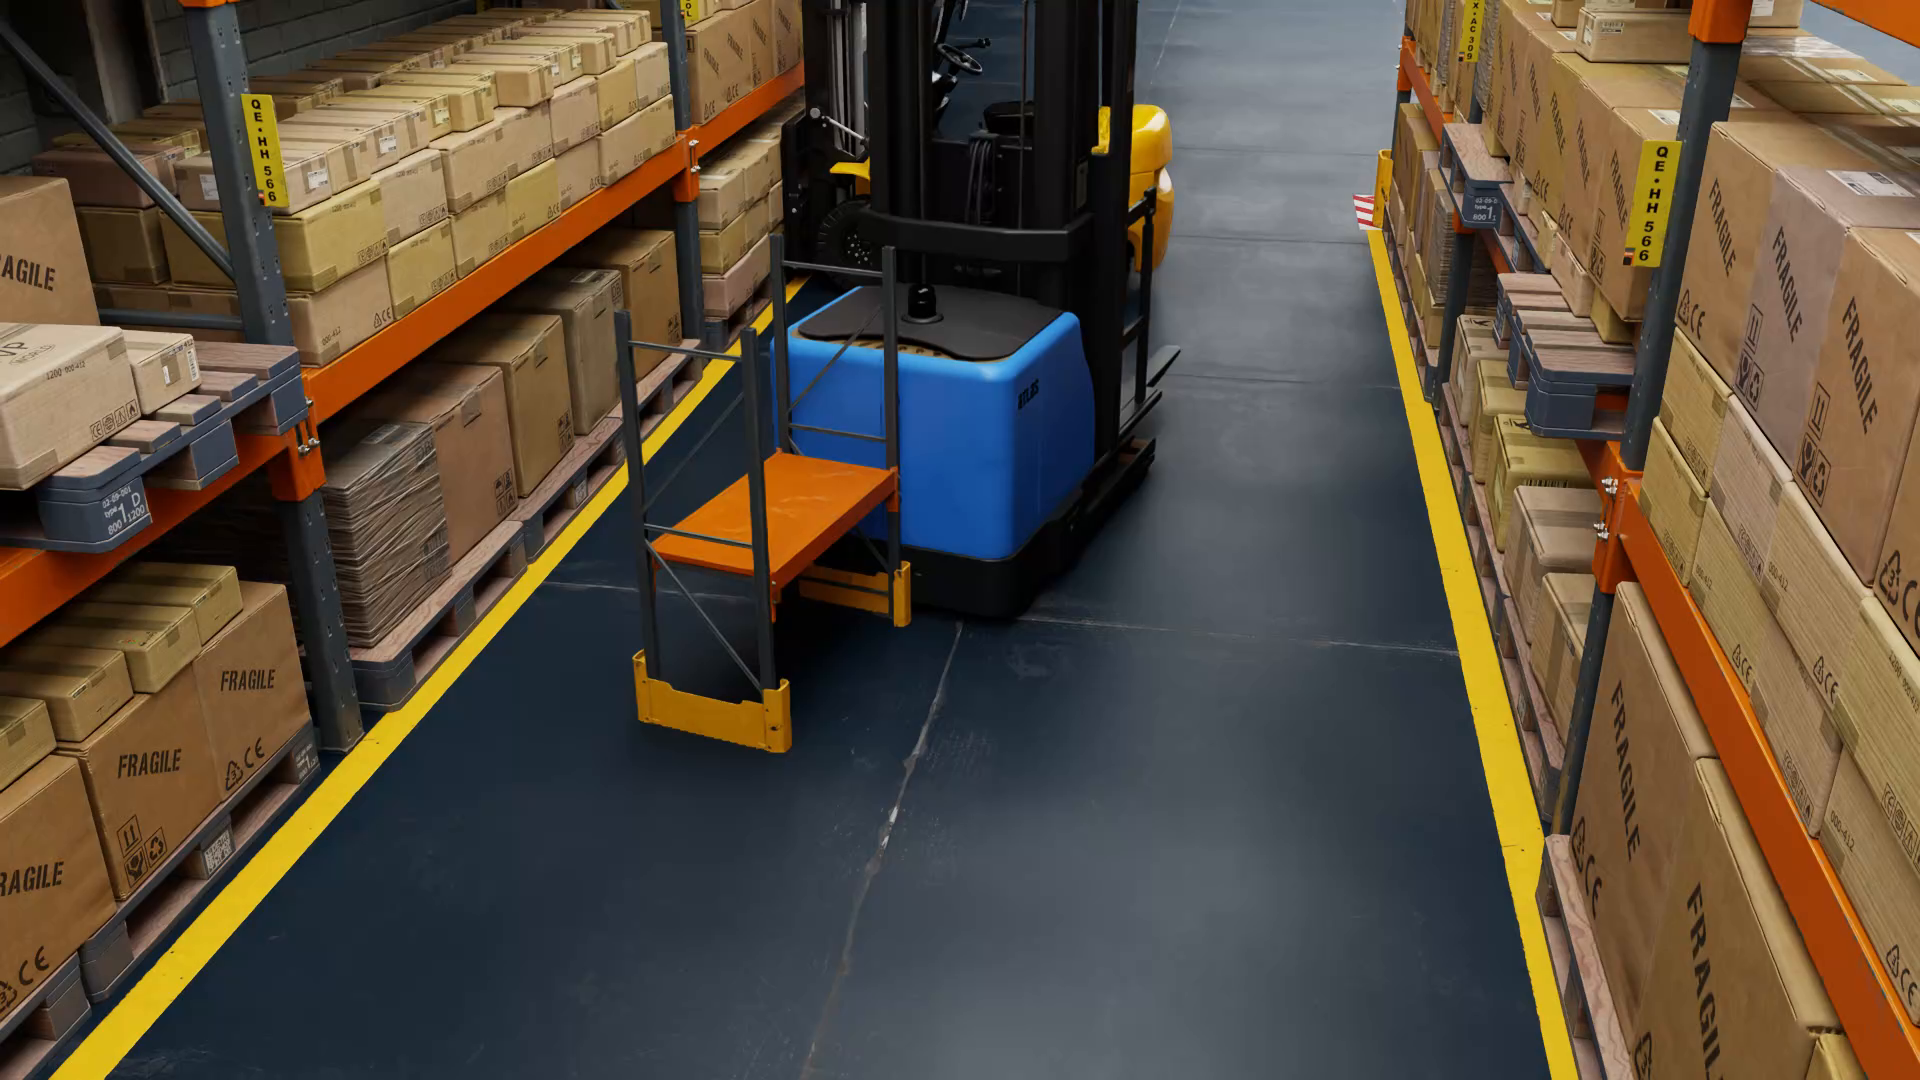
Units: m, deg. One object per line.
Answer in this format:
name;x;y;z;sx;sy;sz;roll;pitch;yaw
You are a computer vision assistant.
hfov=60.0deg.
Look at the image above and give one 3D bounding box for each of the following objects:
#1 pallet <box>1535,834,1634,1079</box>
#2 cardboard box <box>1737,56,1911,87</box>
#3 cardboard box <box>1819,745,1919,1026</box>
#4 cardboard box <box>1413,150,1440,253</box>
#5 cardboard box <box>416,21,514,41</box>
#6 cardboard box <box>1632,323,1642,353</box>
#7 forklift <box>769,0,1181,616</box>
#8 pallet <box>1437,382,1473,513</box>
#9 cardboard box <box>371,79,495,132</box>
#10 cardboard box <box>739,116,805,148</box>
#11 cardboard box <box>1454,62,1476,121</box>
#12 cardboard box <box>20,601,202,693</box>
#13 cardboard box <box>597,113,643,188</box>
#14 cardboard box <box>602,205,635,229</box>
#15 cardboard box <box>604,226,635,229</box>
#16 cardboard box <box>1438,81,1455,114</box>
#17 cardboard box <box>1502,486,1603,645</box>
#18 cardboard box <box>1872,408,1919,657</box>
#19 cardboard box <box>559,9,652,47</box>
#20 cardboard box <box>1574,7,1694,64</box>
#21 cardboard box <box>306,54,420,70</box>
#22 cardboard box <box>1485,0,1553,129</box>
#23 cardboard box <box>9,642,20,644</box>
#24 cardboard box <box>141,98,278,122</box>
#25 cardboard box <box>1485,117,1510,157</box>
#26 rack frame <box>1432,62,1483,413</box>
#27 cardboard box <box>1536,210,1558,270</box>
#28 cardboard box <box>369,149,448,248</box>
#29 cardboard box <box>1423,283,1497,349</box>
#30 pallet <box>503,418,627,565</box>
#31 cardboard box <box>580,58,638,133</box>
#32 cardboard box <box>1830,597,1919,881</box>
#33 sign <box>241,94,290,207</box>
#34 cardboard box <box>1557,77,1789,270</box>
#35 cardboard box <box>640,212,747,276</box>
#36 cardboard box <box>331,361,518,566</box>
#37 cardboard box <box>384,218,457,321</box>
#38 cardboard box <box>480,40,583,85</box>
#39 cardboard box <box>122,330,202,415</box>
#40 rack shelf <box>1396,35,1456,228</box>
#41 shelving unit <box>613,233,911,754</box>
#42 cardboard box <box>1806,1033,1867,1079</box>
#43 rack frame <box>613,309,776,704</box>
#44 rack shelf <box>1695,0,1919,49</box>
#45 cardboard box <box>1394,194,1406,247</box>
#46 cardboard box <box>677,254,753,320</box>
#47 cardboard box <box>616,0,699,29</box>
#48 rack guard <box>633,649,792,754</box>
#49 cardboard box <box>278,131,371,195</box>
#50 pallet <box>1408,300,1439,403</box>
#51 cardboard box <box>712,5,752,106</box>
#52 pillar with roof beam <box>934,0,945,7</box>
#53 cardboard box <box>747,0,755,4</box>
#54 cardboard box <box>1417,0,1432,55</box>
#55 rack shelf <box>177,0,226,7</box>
pallet;2.120;1.245;4.340;1.003;0.211;1.213;4;25;9
cardboard box;2.783;-1.325;5.579;0.500;0.500;0.500;4;25;9
cardboard box;1.760;0.555;2.704;0.500;0.250;0.500;4;25;9
cardboard box;2.972;-1.992;9.831;0.500;0.500;0.500;5;26;11
cardboard box;-2.327;-2.351;7.852;0.380;0.149;0.250;4;25;8
cardboard box;2.145;-0.572;4.735;0.380;0.149;0.250;5;26;10
forklift;0.286;-1.630;7.274;1.130;2.935;3.031;10;27;21
pallet;2.851;-0.426;7.912;1.003;0.211;1.213;4;25;9
cardboard box;-2.031;-1.677;6.411;0.380;0.149;0.250;5;25;10
cardboard box;-1.275;-2.577;10.785;0.500;0.250;0.500;4;25;7
cardboard box;2.804;-2.398;8.366;0.500;0.500;0.500;3;25;7
cardboard box;-2.419;0.304;4.750;0.380;0.149;0.250;3;25;6
cardboard box;-1.822;-1.850;7.841;0.500;0.250;0.500;4;25;8
cardboard box;-2.031;-1.974;9.498;0.500;0.250;0.500;5;25;10
cardboard box;-2.043;-1.747;9.601;0.500;0.250;0.500;3;25;7
cardboard box;2.891;-2.482;9.311;0.380;0.149;0.250;4;25;8
cardboard box;2.538;0.113;6.075;0.950;0.372;0.625;4;25;8
cardboard box;1.744;-0.017;2.450;0.500;0.500;0.500;4;25;9
cardboard box;-1.758;-2.538;8.251;0.380;0.149;0.250;5;26;10
cardboard box;2.312;-1.710;5.635;0.380;0.149;0.250;3;25;6
cardboard box;-2.485;-1.930;6.952;0.380;0.149;0.250;4;25;9
cardboard box;2.536;-2.000;7.019;0.500;0.500;0.500;4;25;9
cardboard box;-3.020;0.618;4.844;0.500;0.500;0.500;4;25;9
cardboard box;-2.715;-1.502;6.038;0.380;0.149;0.250;4;25;7
cardboard box;2.525;-1.778;7.312;0.380;0.149;0.250;5;25;10
rack frame;2.977;-2.015;8.017;1.000;3.000;0.127;4;25;9
cardboard box;2.194;-1.018;5.688;0.380;0.149;0.250;4;25;9
cardboard box;-2.178;-1.221;5.907;0.500;0.250;0.500;5;26;10
cardboard box;2.808;-1.226;9.079;0.500;0.250;0.500;5;26;11
pallet;-2.200;-0.272;7.582;1.003;0.211;1.213;4;25;9
cardboard box;-1.826;-2.077;7.737;0.500;0.250;0.500;3;25;7
cardboard box;1.722;0.329;2.596;0.500;0.250;0.500;4;25;9
sign;-2.038;-1.139;4.873;0.100;0.325;0.005;4;25;9
cardboard box;2.197;-1.139;5.180;0.500;0.500;0.500;4;25;8
cardboard box;-1.537;-1.710;9.522;0.500;0.250;0.500;4;25;8
cardboard box;-2.360;-0.333;6.729;0.875;0.625;0.625;5;26;10
cardboard box;-2.174;-0.995;6.015;0.500;0.250;0.500;3;25;7
cardboard box;-1.891;-2.106;7.328;0.380;0.149;0.250;3;25;7
cardboard box;-2.303;-0.460;4.494;0.380;0.149;0.250;4;25;9
rack shelf;3.304;-2.526;9.956;1.077;0.370;4.000;4;25;9
shelving unit;-0.666;-0.202;5.913;0.587;1.500;1.083;10;27;21
cardboard box;1.832;1.460;2.604;0.875;0.875;0.875;5;26;10
rack frame;-0.860;-0.007;5.497;0.500;1.500;0.032;10;27;21
rack shelf;1.996;-0.538;2.172;1.077;0.370;4.000;4;25;9
cardboard box;3.135;-2.102;10.950;0.500;0.250;0.500;5;26;10
cardboard box;-1.515;-1.482;9.625;0.500;0.250;0.500;4;25;9
cardboard box;-1.609;-2.812;8.835;0.380;0.149;0.250;4;25;8
rack guard;-0.859;0.558;5.763;0.587;0.250;0.087;10;27;21
cardboard box;-2.189;-1.248;5.495;0.380;0.149;0.250;5;25;10
pallet;3.052;-1.035;9.213;1.003;0.211;1.213;4;25;9
cardboard box;-1.522;-2.789;9.553;0.500;0.500;0.500;4;25;9
pillar with roof beam;3.938;-11.239;20.647;9.100;9.000;0.400;4;25;9
cardboard box;-1.395;-3.239;9.747;0.380;0.149;0.250;4;25;8
cardboard box;3.116;-3.259;10.206;0.500;0.500;0.500;4;25;7
rack shelf;-2.901;-0.881;2.904;1.077;0.370;4.000;4;25;9
